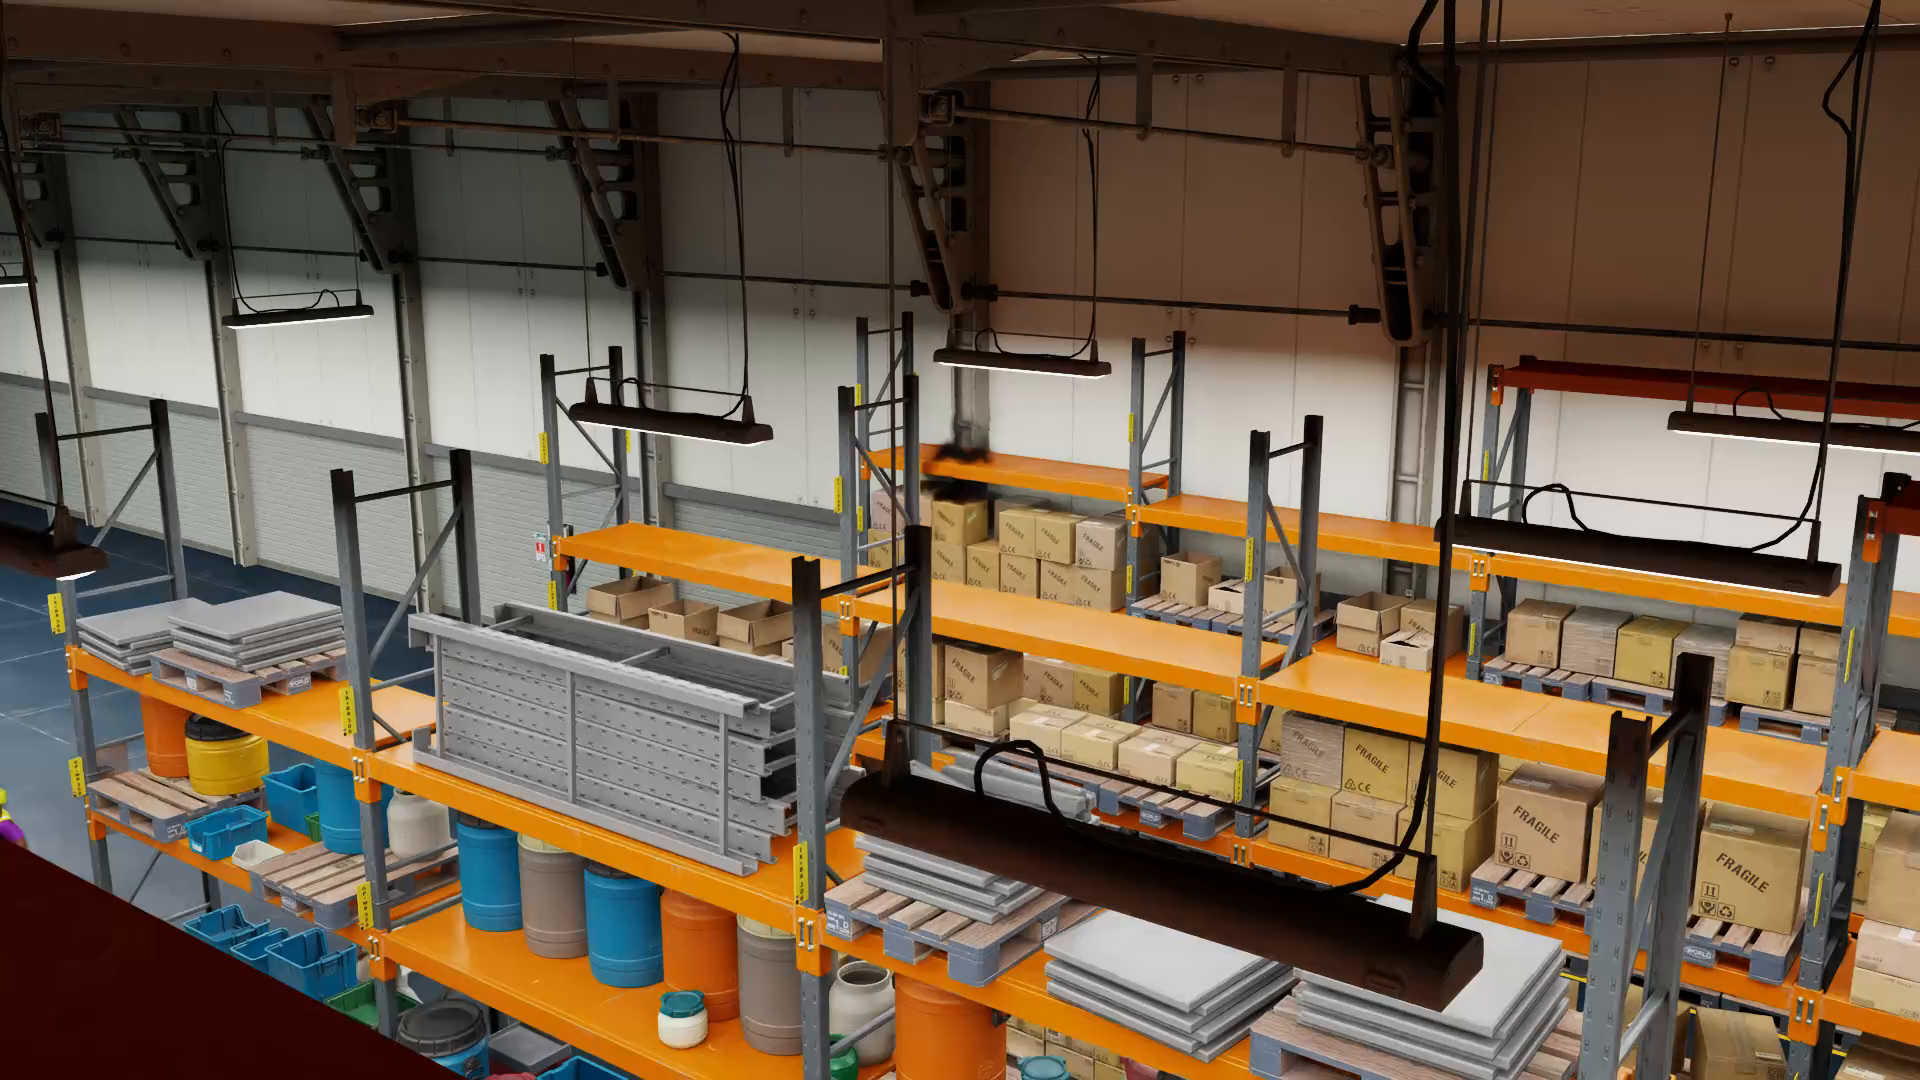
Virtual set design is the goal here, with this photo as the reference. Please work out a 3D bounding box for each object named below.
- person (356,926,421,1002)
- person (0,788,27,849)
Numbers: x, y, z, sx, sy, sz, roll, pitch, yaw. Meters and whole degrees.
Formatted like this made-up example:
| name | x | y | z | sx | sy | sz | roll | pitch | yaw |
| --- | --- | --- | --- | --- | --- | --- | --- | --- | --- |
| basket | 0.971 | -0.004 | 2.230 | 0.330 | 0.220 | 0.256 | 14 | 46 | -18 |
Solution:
| name | x | y | z | sx | sy | sz | roll | pitch | yaw |
| --- | --- | --- | --- | --- | --- | --- | --- | --- | --- |
| person | -5.188 | 3.752 | 15.052 | 1.057 | 1.791 | 0.711 | 8 | 15 | 31 |
| person | -9.746 | 3.376 | 16.834 | 0.706 | 1.812 | 0.673 | -6 | 15 | -26 |
